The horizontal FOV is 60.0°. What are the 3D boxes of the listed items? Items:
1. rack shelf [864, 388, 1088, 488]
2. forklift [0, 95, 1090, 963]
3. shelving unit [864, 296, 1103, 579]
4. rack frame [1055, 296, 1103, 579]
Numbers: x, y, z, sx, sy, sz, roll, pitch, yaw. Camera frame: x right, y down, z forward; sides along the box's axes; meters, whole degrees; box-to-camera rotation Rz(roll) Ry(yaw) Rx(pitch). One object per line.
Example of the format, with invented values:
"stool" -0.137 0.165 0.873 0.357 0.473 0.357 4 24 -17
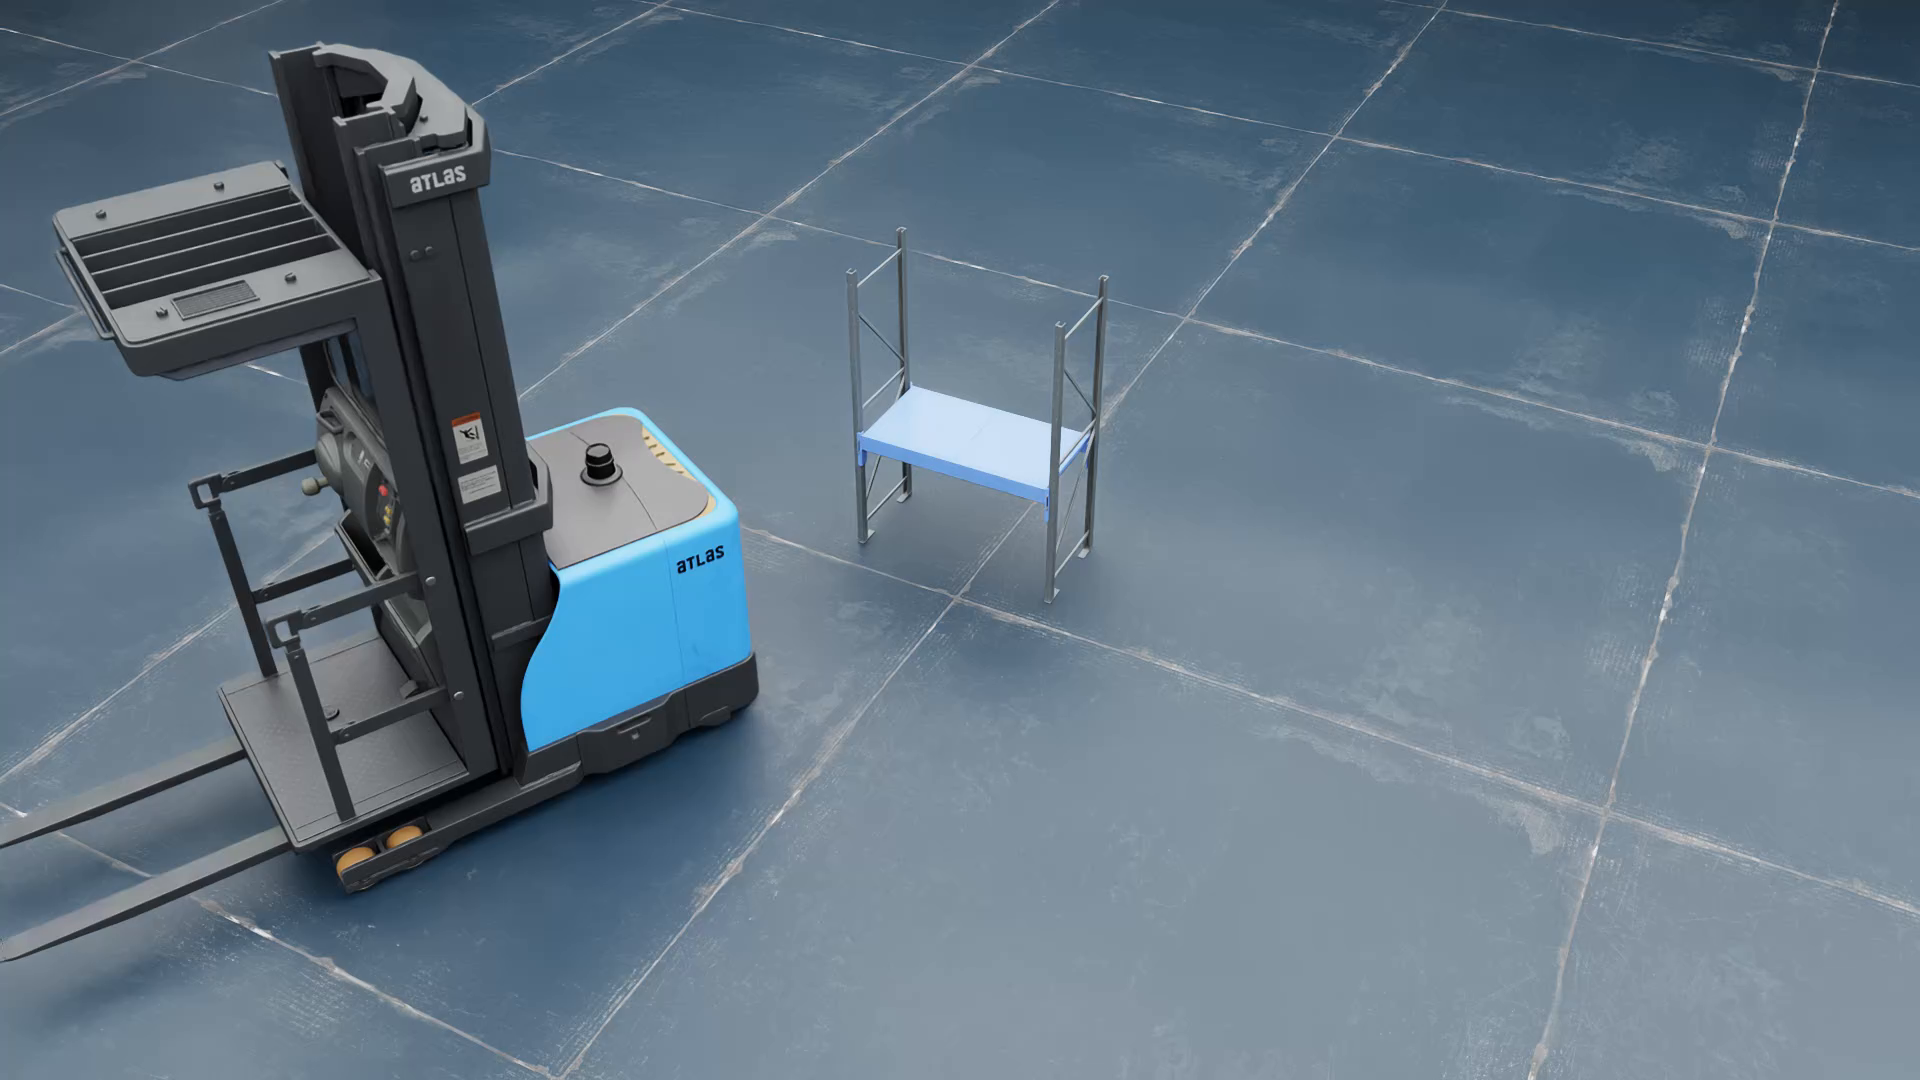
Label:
"rack shelf" 0.076 -0.469 7.864 0.952 0.062 0.459 17 41 21
"forklift" -8.715 -1.110 6.756 15.967 3.598 10.324 -23 43 -27
"shelving unit" 0.094 -0.569 7.779 0.991 1.308 0.475 17 41 21
"rack frame" 0.528 -0.433 7.600 0.013 1.308 0.475 17 41 21
